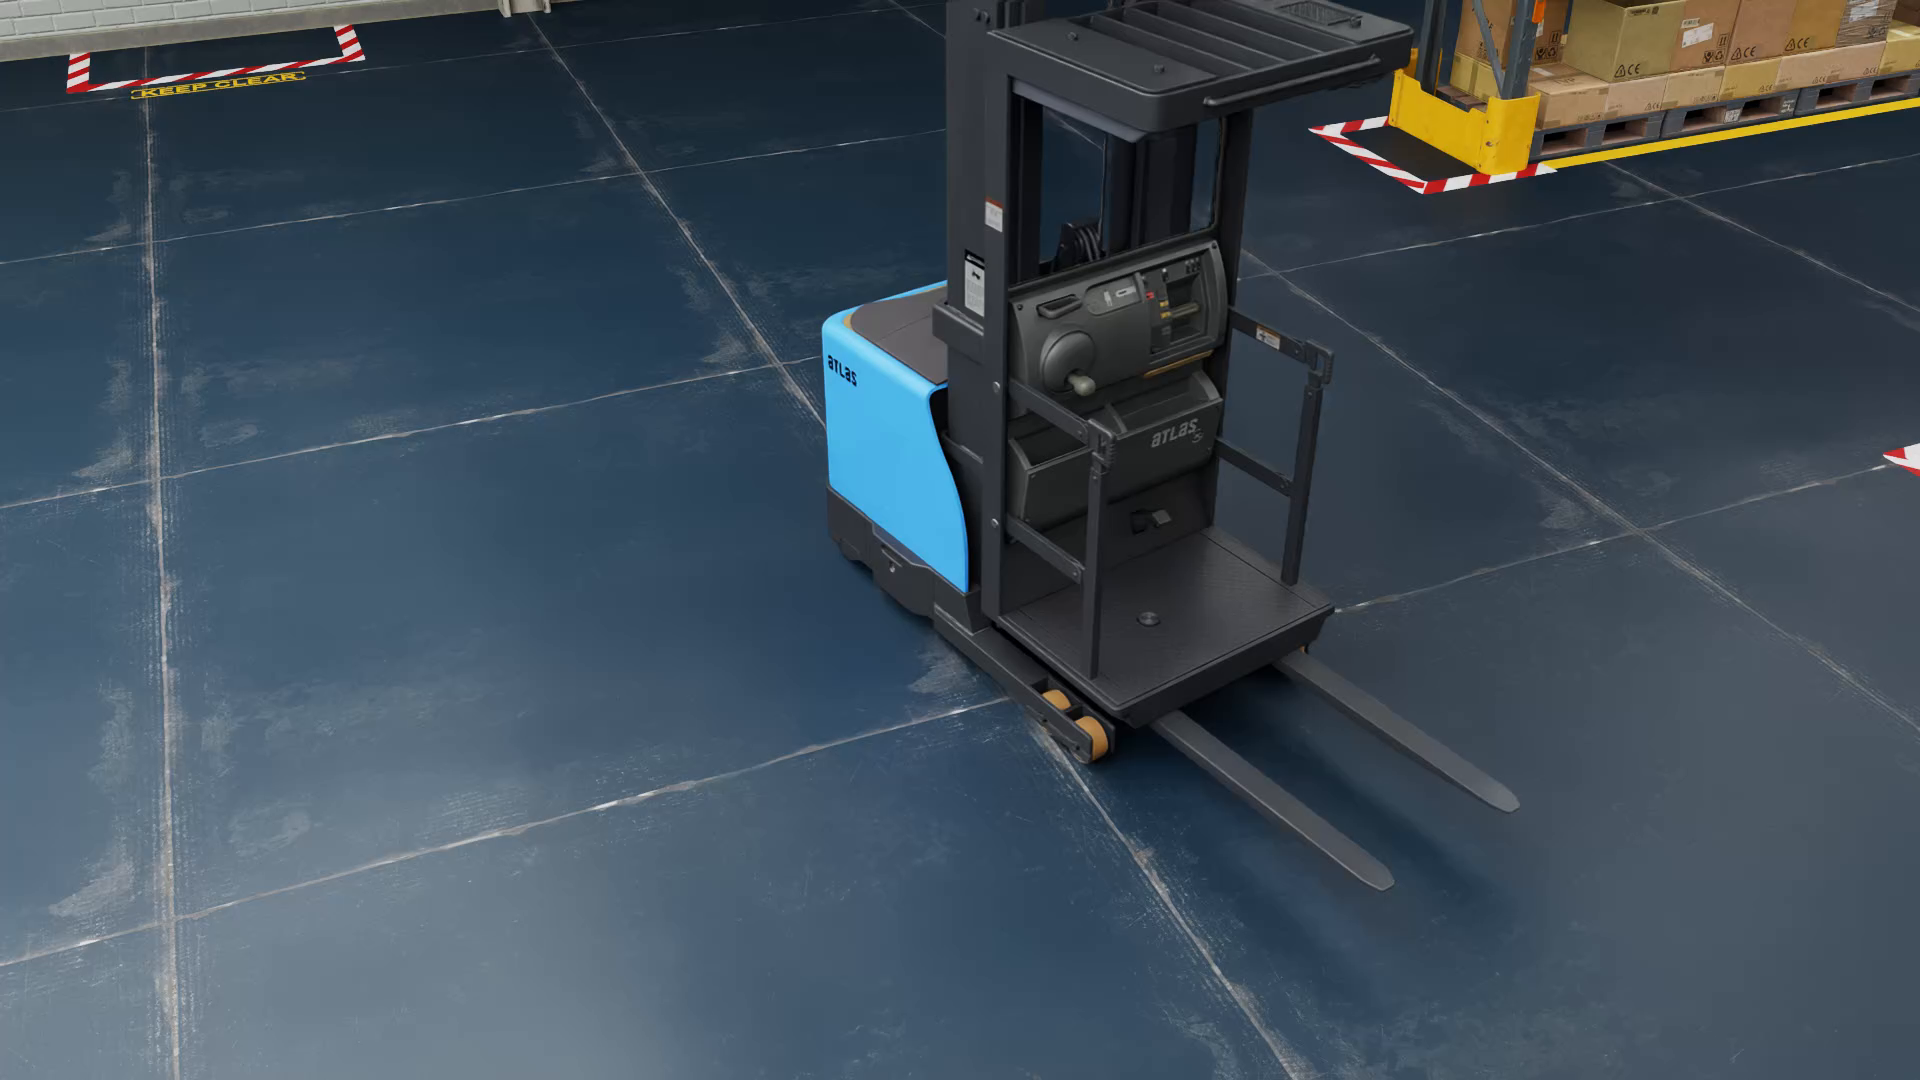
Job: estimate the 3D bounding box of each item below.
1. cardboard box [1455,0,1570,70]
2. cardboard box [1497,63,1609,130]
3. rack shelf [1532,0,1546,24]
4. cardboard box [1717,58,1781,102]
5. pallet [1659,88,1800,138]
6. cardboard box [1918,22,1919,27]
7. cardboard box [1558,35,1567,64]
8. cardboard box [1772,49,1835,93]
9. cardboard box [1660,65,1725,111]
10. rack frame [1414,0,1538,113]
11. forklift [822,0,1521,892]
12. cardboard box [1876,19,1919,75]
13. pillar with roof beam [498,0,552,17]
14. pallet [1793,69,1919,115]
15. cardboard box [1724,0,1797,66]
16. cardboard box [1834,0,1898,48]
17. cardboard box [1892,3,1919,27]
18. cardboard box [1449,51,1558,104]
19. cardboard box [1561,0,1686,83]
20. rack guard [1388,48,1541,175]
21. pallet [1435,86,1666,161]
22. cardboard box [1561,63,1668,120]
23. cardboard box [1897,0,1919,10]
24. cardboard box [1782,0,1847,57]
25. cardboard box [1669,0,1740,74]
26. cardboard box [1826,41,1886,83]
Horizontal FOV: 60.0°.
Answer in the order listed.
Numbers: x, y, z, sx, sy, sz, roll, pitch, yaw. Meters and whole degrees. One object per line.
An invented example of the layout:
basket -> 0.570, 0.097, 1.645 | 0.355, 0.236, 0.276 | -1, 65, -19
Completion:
cardboard box -> 3.803, -3.581, 11.452 | 0.500, 0.500, 0.500 | -13, 35, -19
cardboard box -> 4.005, -3.005, 11.254 | 0.500, 0.250, 0.500 | -13, 35, -19
rack shelf -> 5.268, -4.101, 11.462 | 4.000, 0.370, 1.077 | -13, 35, -19
cardboard box -> 5.388, -3.321, 11.740 | 0.500, 0.250, 0.500 | -13, 35, -19
pallet -> 5.236, -3.249, 12.050 | 1.213, 0.211, 1.003 | -13, 35, -19
cardboard box -> 7.580, -3.809, 12.490 | 0.500, 0.250, 0.500 | -14, 35, -20
cardboard box -> 4.261, -3.377, 11.826 | 0.500, 0.250, 0.500 | -13, 35, -19
cardboard box -> 5.849, -3.427, 11.903 | 0.500, 0.250, 0.500 | -13, 35, -19
cardboard box -> 4.925, -3.218, 11.581 | 0.500, 0.250, 0.500 | -13, 35, -19
rack frame -> 3.424, -3.980, 10.617 | 0.127, 3.000, 1.000 | -13, 35, -19
forklift -> 0.699, -0.726, 5.679 | 1.130, 2.935, 3.031 | -21, 39, -29
cardboard box -> 6.769, -3.640, 12.231 | 0.500, 0.250, 0.500 | -13, 35, -19
pillar with roof beam -> -2.052, -6.136, 8.430 | 0.400, 9.000, 9.100 | -13, 35, -19
pallet -> 6.363, -3.509, 12.450 | 1.213, 0.211, 1.003 | -13, 35, -19
cardboard box -> 5.389, -3.635, 11.534 | 0.500, 0.500, 0.500 | -13, 35, -19
cardboard box -> 6.304, -3.855, 11.873 | 0.500, 0.500, 0.500 | -13, 35, -19
cardboard box -> 7.382, -4.082, 12.909 | 0.500, 0.250, 0.500 | -13, 35, -19
cardboard box -> 3.804, -3.266, 11.655 | 0.500, 0.250, 0.500 | -13, 35, -19
cardboard box -> 4.465, -3.426, 11.213 | 0.500, 0.500, 0.500 | -13, 35, -19
rack guard -> 3.402, -2.927, 11.291 | 0.348, 0.500, 1.175 | -13, 35, -19
pallet -> 4.113, -2.994, 11.658 | 1.213, 0.211, 1.003 | -13, 35, -19
cardboard box -> 4.464, -3.113, 11.419 | 0.500, 0.250, 0.500 | -13, 35, -19
cardboard box -> 7.375, -4.313, 12.750 | 0.500, 0.311, 0.500 | -13, 35, -19
cardboard box -> 5.844, -3.748, 11.708 | 0.500, 0.500, 0.500 | -13, 35, -19
cardboard box -> 4.921, -3.538, 11.386 | 0.500, 0.500, 0.500 | -13, 35, -19
cardboard box -> 6.304, -3.540, 12.076 | 0.500, 0.250, 0.500 | -13, 35, -19
